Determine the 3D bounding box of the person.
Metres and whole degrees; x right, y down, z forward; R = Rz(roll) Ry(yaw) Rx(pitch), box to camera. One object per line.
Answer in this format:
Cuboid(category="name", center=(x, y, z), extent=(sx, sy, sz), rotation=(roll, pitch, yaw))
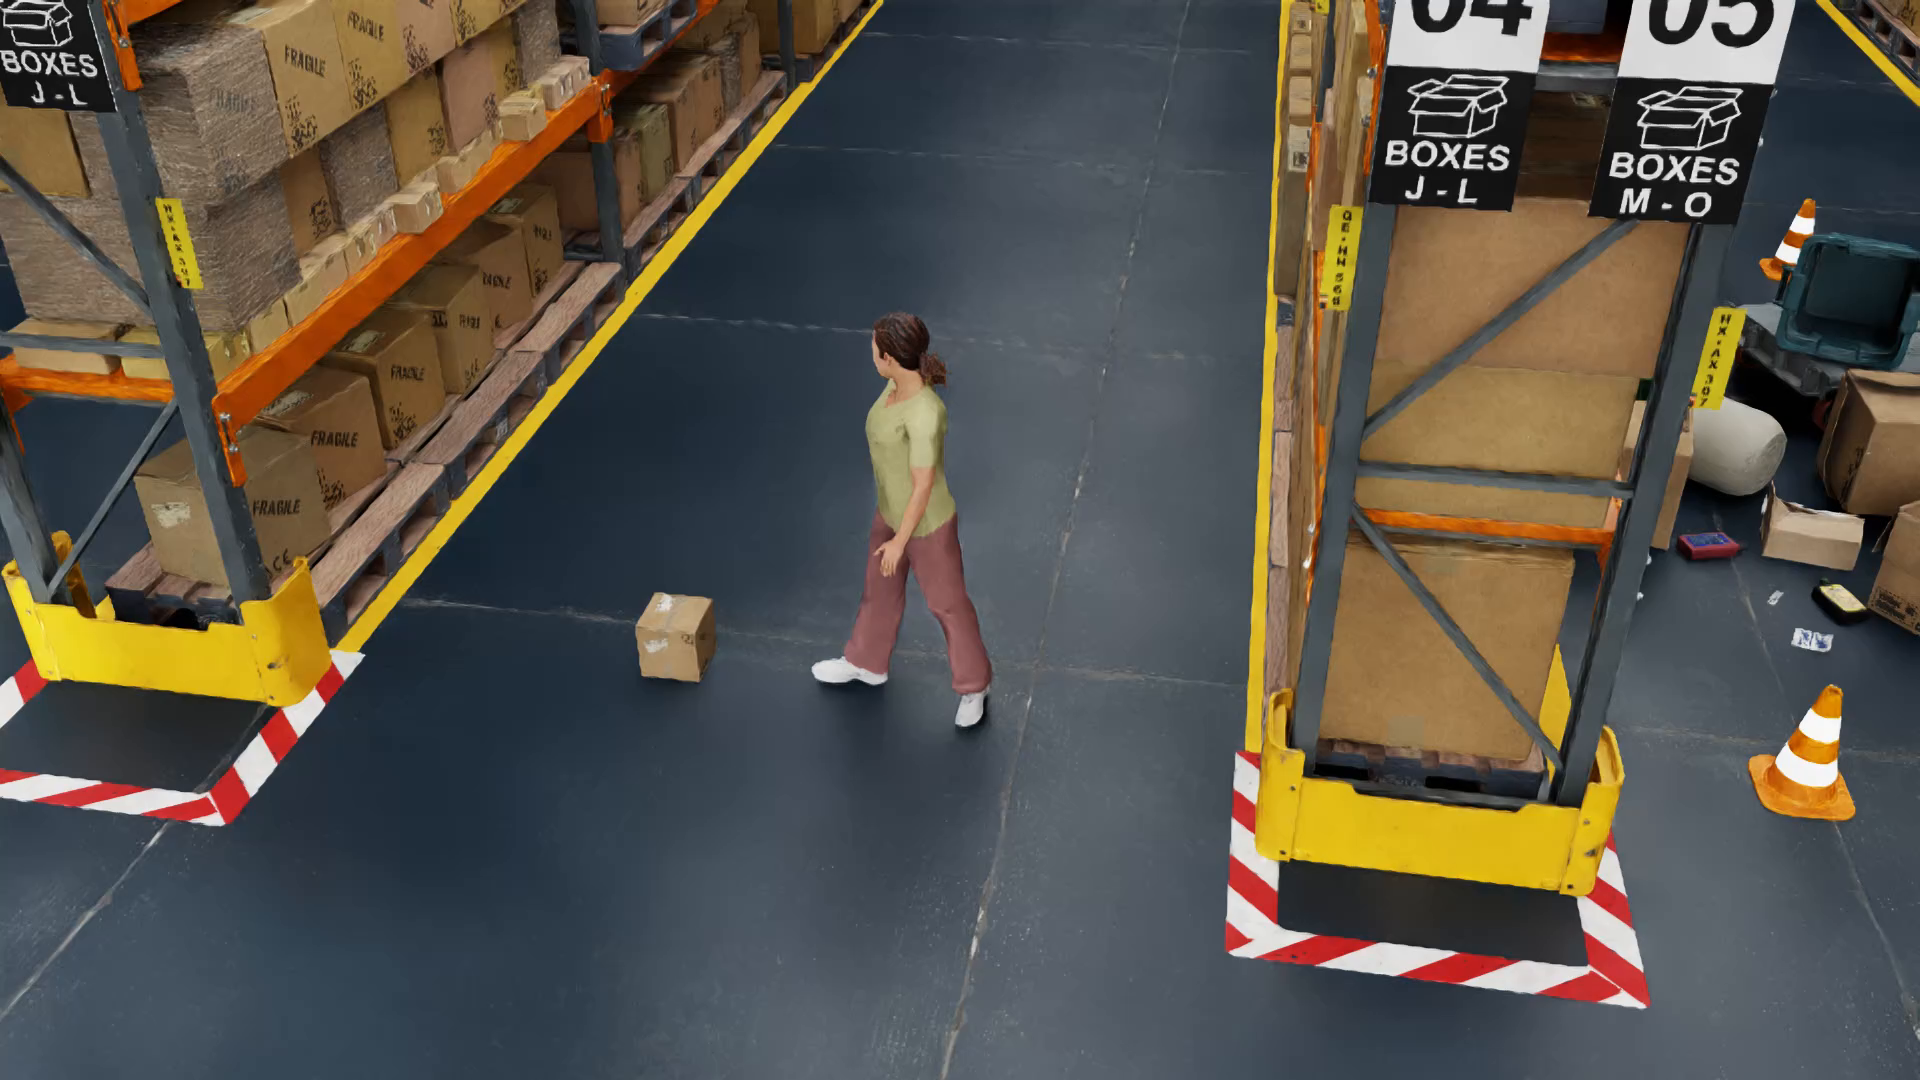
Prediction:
Cuboid(category="person", center=(-0.203, -0.072, 6.218), extent=(0.654, 1.661, 0.570), rotation=(-12, 34, -18))
